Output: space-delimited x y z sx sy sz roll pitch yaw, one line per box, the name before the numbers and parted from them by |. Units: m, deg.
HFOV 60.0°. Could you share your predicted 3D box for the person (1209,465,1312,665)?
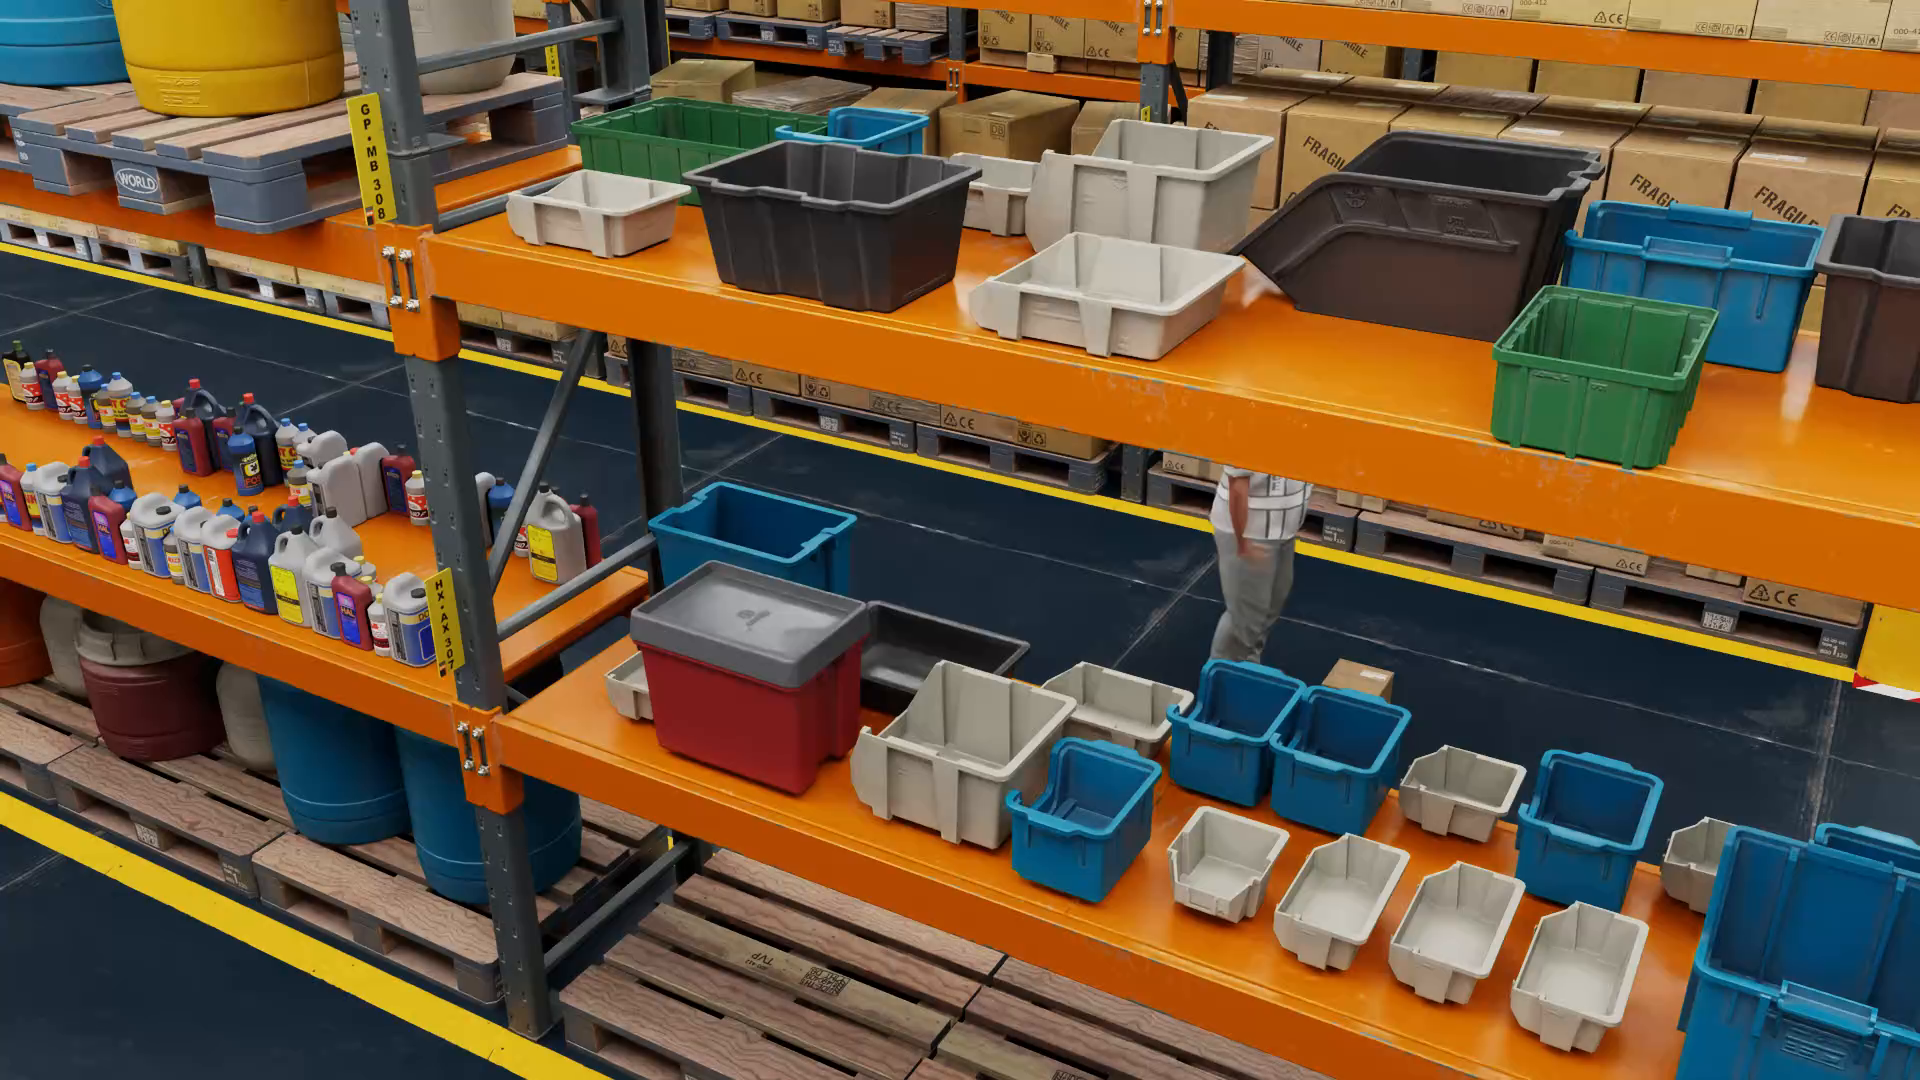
person | 1.316 -0.068 7.262 0.391 1.740 0.530 15 30 27
